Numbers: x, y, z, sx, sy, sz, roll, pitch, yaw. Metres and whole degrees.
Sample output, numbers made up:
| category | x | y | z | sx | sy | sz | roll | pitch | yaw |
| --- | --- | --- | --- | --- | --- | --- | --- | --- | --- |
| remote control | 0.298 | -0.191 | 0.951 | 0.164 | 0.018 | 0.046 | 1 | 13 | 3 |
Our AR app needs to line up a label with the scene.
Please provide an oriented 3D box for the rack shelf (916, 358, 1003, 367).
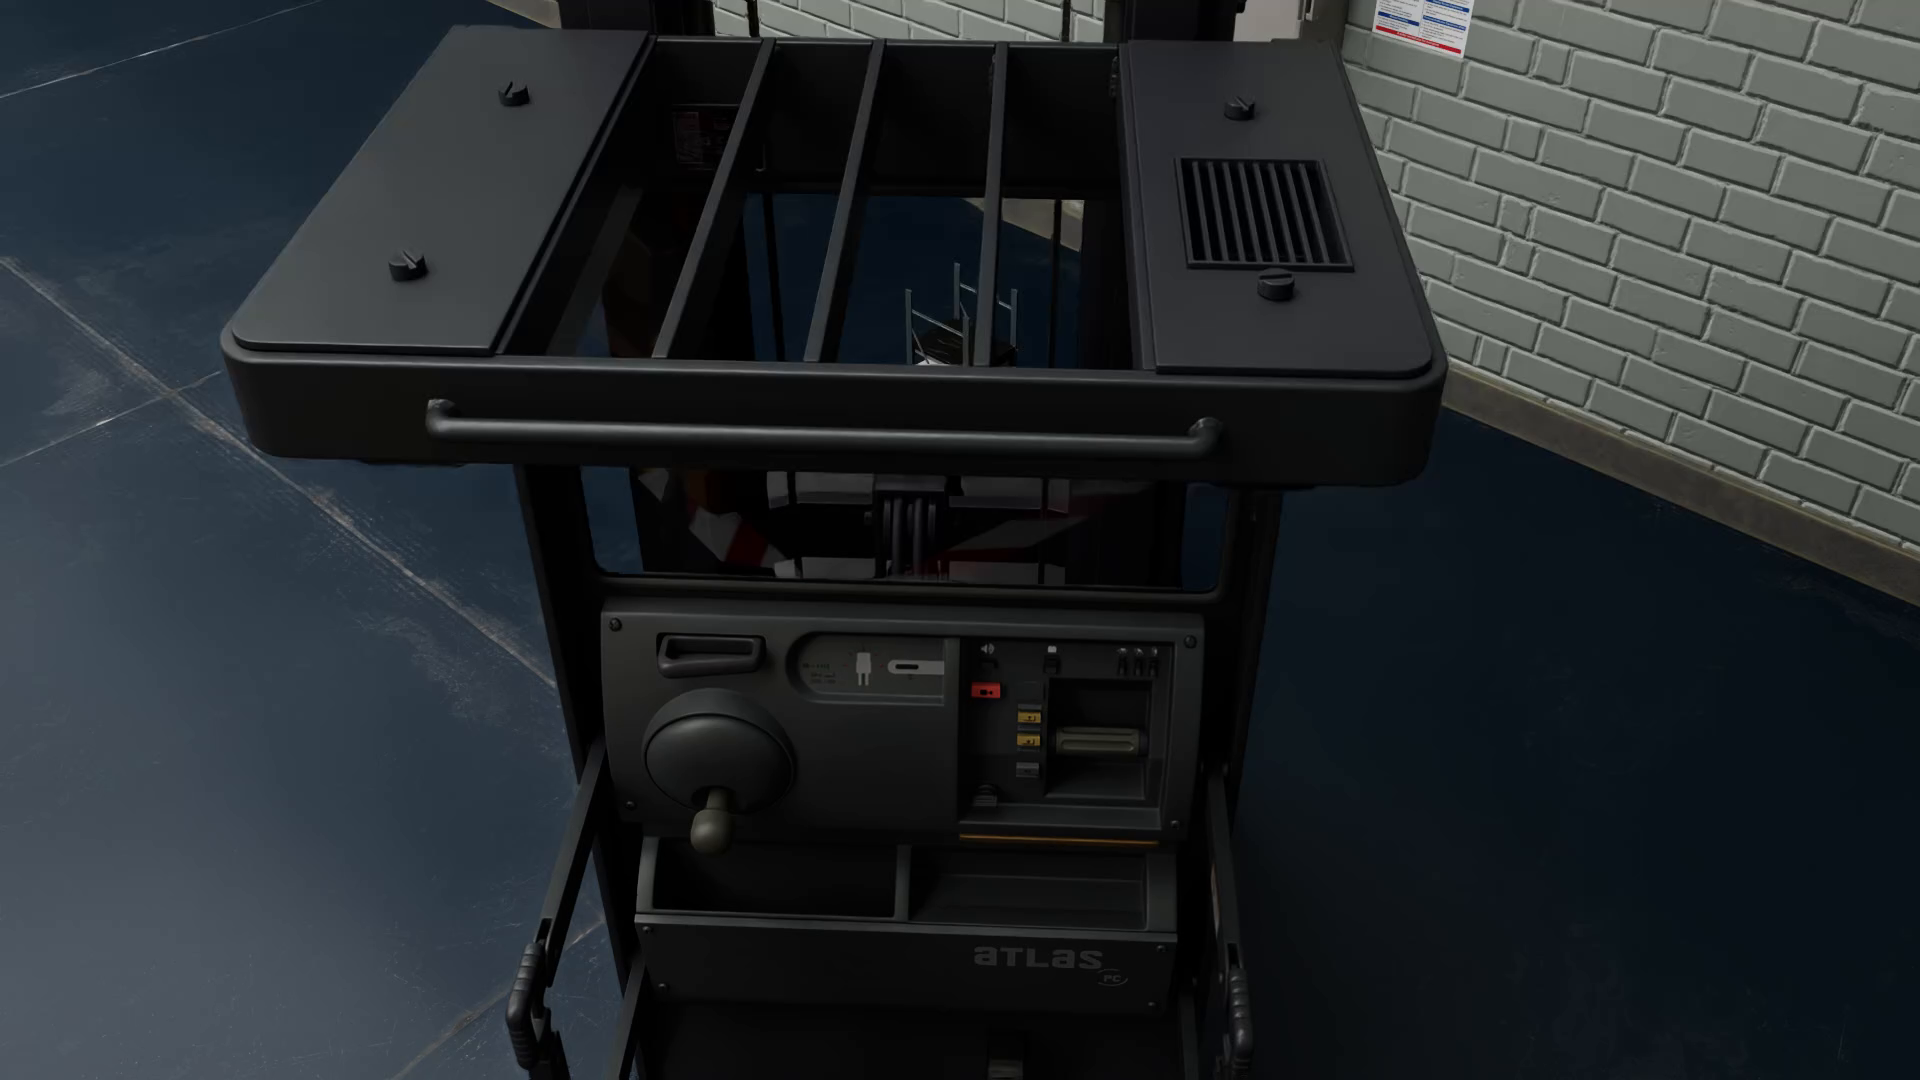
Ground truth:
| category | x | y | z | sx | sy | sz | roll | pitch | yaw |
| --- | --- | --- | --- | --- | --- | --- | --- | --- | --- |
| rack shelf | 0.005 | -0.471 | 4.883 | 0.258 | 0.077 | 0.200 | 30 | 47 | 32 |

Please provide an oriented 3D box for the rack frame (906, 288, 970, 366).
| category | x | y | z | sx | sy | sz | roll | pitch | yaw |
| --- | --- | --- | --- | --- | --- | --- | --- | --- | --- |
| rack frame | -0.063 | -0.309 | 4.916 | 0.240 | 0.900 | 0.006 | 30 | 47 | 32 |

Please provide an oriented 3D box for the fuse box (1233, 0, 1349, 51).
| category | x | y | z | sx | sy | sz | roll | pitch | yaw |
| --- | --- | --- | --- | --- | --- | --- | --- | --- | --- |
| fuse box | 0.950 | -1.416 | 5.656 | 0.539 | 1.711 | 0.414 | 30 | 47 | 32 |

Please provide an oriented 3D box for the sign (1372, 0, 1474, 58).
| category | x | y | z | sx | sy | sz | roll | pitch | yaw |
| --- | --- | --- | --- | --- | --- | --- | --- | --- | --- |
| sign | 1.455 | -1.771 | 5.143 | 0.329 | 0.494 | 0.001 | 30 | 47 | 32 |

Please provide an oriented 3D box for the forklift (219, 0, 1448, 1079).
| category | x | y | z | sx | sy | sz | roll | pitch | yaw |
| --- | --- | --- | --- | --- | --- | --- | --- | --- | --- |
| forklift | -0.099 | 0.373 | 2.427 | 1.130 | 2.935 | 3.031 | 2 | 39 | 2 |

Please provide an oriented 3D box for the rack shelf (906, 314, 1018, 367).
| category | x | y | z | sx | sy | sz | roll | pitch | yaw |
| --- | --- | --- | --- | --- | --- | --- | --- | --- | --- |
| rack shelf | 0.005 | -0.541 | 4.827 | 0.258 | 0.077 | 0.200 | 30 | 47 | 32 |

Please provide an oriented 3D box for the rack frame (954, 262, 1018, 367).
| category | x | y | z | sx | sy | sz | roll | pitch | yaw |
| --- | --- | --- | --- | --- | --- | --- | --- | --- | --- |
| rack frame | 0.074 | -0.403 | 5.033 | 0.240 | 0.900 | 0.006 | 30 | 47 | 32 |

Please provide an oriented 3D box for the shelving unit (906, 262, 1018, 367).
| category | x | y | z | sx | sy | sz | roll | pitch | yaw |
| --- | --- | --- | --- | --- | --- | --- | --- | --- | --- |
| shelving unit | 0.005 | -0.356 | 4.975 | 0.258 | 0.900 | 0.210 | 30 | 47 | 32 |
